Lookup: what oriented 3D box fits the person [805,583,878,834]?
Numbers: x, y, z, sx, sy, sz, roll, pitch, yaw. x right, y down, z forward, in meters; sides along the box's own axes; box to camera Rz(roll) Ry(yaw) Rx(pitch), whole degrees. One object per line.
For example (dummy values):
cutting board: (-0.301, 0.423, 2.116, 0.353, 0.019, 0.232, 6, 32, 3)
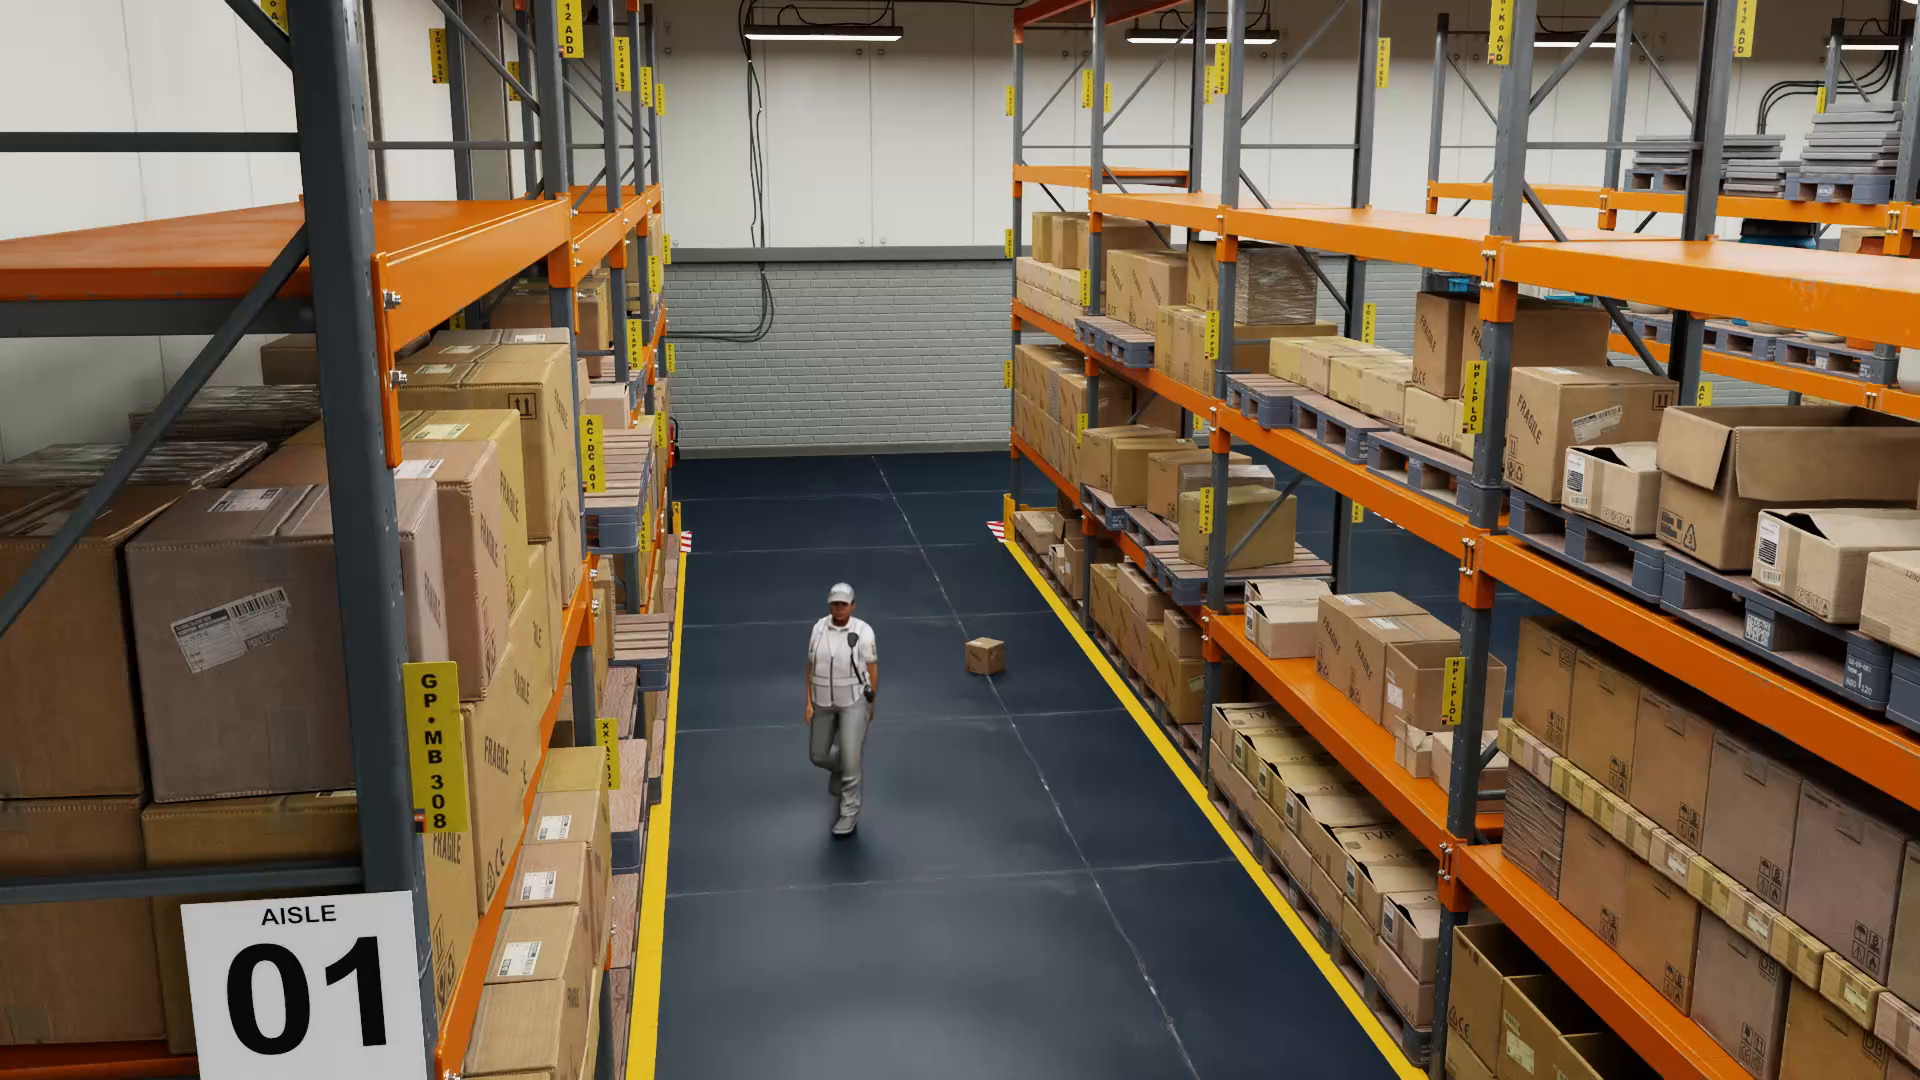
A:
person: (-0.797, 1.091, 11.303, 0.483, 1.634, 0.788, 4, 14, 15)
